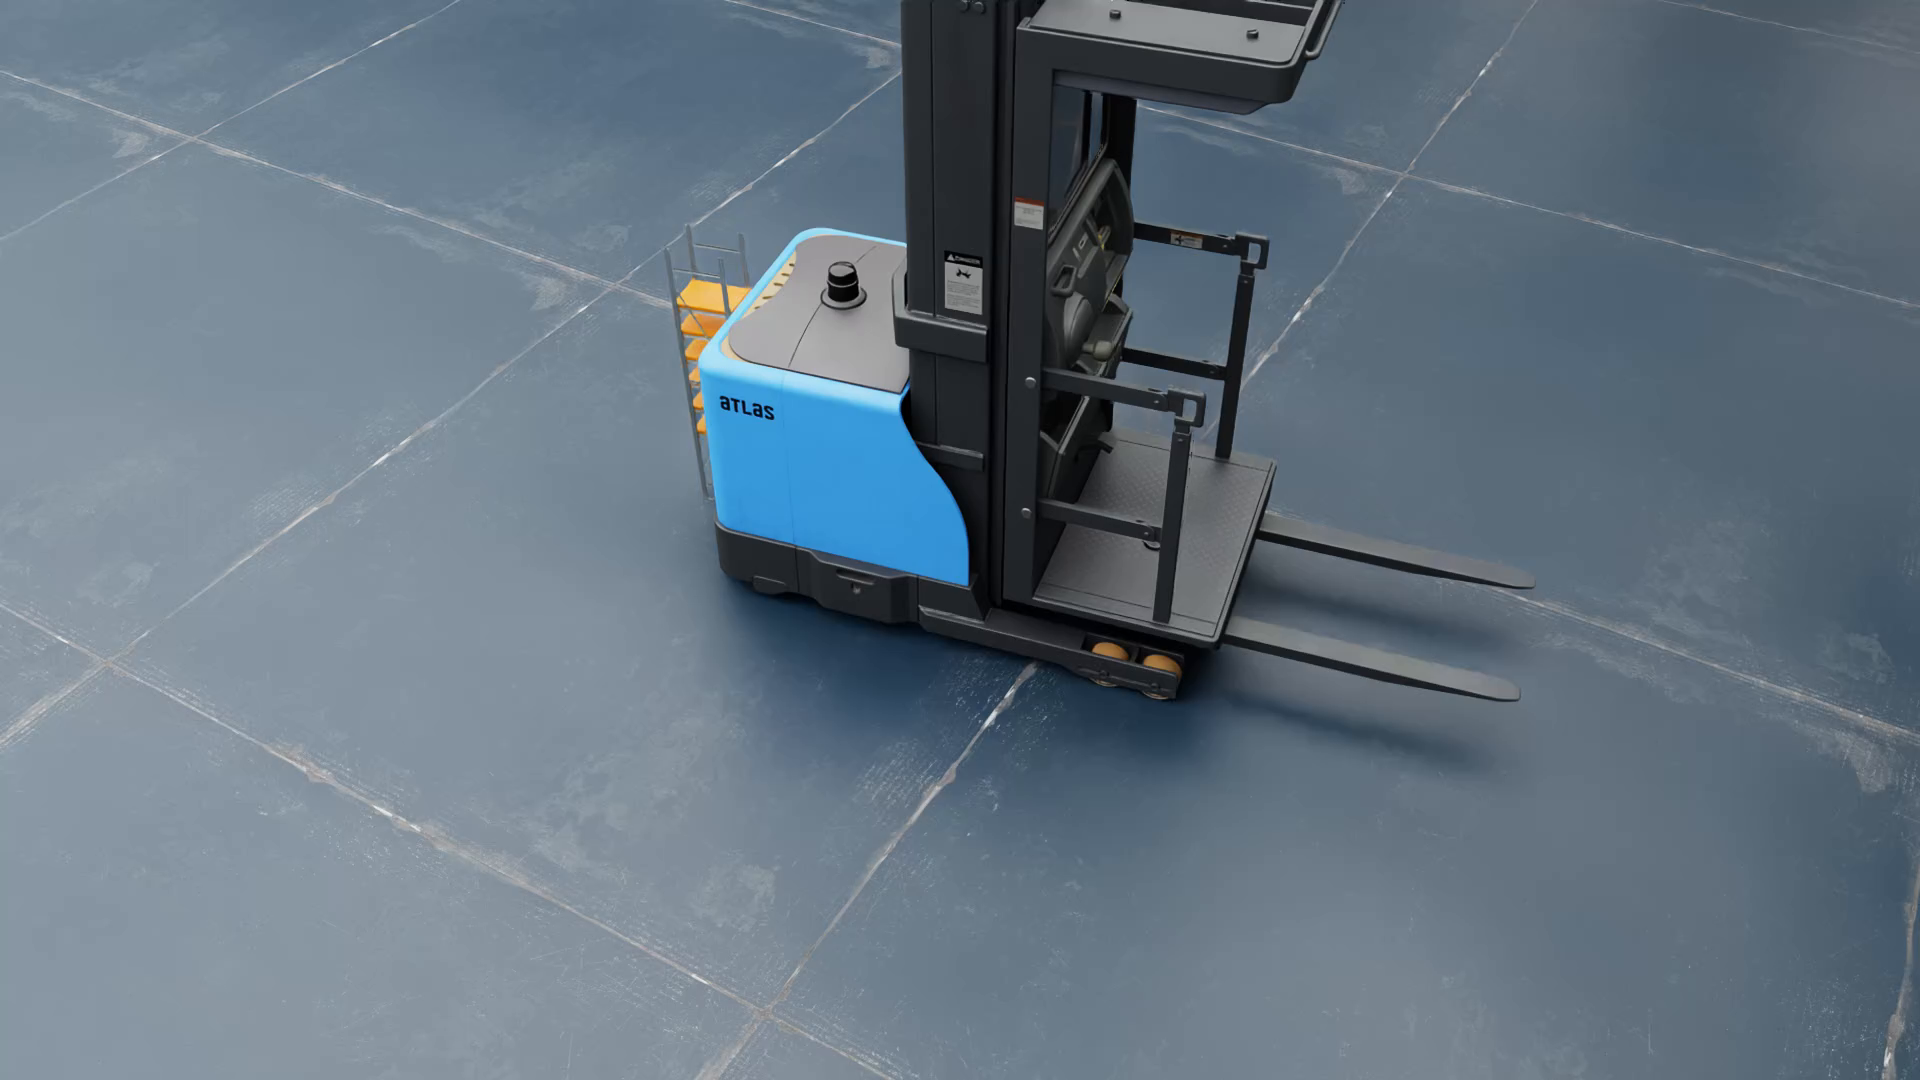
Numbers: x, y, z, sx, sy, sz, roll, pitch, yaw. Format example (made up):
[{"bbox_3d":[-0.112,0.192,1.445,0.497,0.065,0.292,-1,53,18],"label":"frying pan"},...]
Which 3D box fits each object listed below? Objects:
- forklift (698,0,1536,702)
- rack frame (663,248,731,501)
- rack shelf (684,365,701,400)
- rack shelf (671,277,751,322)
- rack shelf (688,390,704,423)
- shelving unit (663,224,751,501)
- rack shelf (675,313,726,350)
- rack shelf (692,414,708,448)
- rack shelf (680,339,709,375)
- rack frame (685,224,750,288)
[{"bbox_3d":[0.627,-0.915,5.571,3.031,2.935,1.130,13,43,14],"label":"forklift"},{"bbox_3d":[-0.970,-0.603,6.522,0.240,1.200,0.006,11,43,15],"label":"rack frame"},{"bbox_3d":[-0.940,-0.627,6.616,0.258,0.103,0.180,11,43,15],"label":"rack shelf"},{"bbox_3d":[-0.949,-0.899,6.381,0.258,0.103,0.180,11,43,15],"label":"rack shelf"},{"bbox_3d":[-0.937,-0.536,6.695,0.258,0.103,0.180,11,43,15],"label":"rack shelf"},{"bbox_3d":[-0.941,-0.661,6.587,0.258,1.200,0.189,11,43,15],"label":"shelving unit"},{"bbox_3d":[-0.946,-0.808,6.459,0.258,0.103,0.180,11,43,15],"label":"rack shelf"},{"bbox_3d":[-0.934,-0.446,6.773,0.258,0.103,0.180,11,43,15],"label":"rack shelf"},{"bbox_3d":[-0.943,-0.718,6.538,0.258,0.103,0.180,11,43,15],"label":"rack shelf"},{"bbox_3d":[-0.912,-0.718,6.652,0.240,1.200,0.006,11,43,15],"label":"rack frame"}]
